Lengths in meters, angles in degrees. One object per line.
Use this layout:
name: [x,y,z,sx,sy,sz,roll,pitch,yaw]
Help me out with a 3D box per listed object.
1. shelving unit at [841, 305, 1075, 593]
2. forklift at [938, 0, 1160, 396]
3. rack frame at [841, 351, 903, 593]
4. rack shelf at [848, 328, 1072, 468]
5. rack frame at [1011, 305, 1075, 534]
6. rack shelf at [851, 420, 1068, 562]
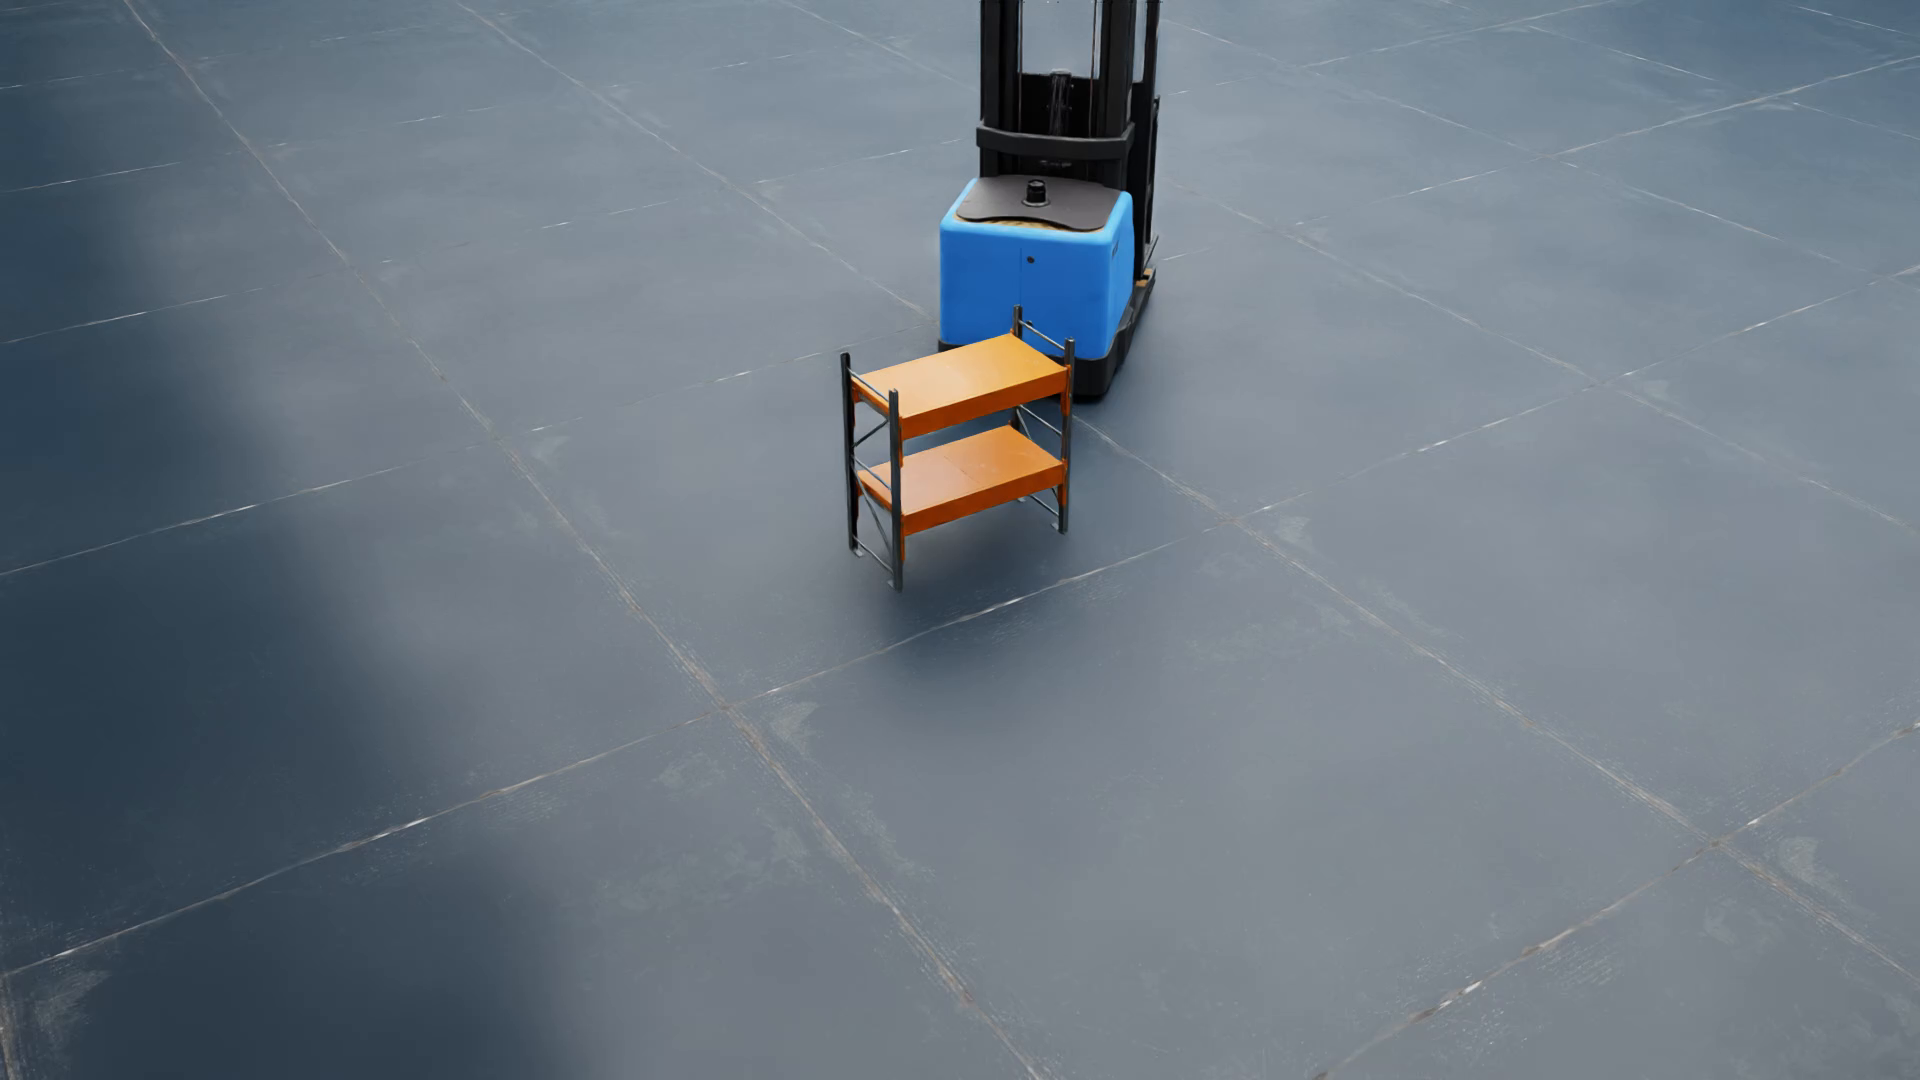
shelving unit: [-0.006,-0.474,8.447,1.048,1.125,0.538,-19,37,-27]
forklift: [0.726,-2.883,10.572,1.130,2.935,3.031,8,33,12]
rack frame: [-0.433,-0.327,8.214,0.032,1.125,0.500,-19,37,-27]
rack shelf: [-0.006,-0.721,8.291,1.000,0.278,0.538,-19,37,-27]
rack frame: [0.422,-0.621,8.680,0.032,1.125,0.500,-19,37,-27]
rack shelf: [-0.006,-0.267,8.577,1.000,0.278,0.538,-19,37,-27]
